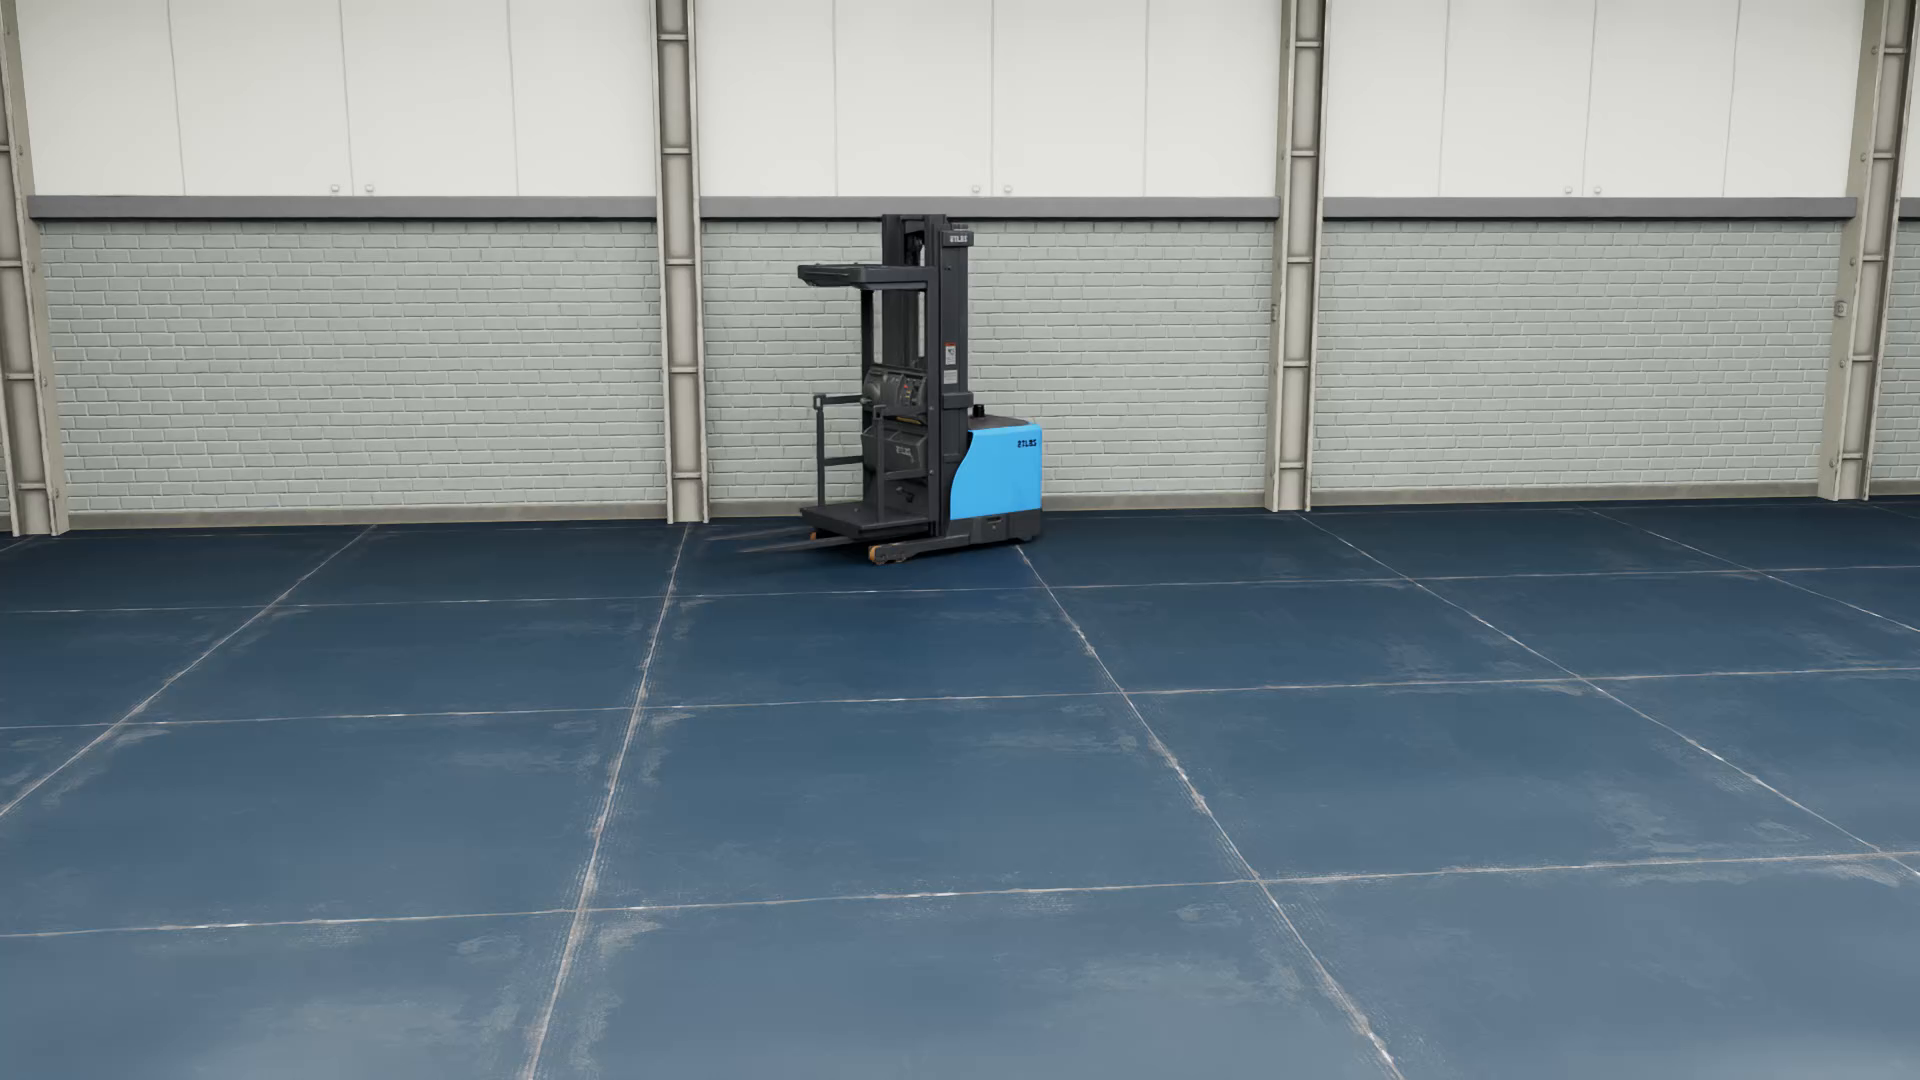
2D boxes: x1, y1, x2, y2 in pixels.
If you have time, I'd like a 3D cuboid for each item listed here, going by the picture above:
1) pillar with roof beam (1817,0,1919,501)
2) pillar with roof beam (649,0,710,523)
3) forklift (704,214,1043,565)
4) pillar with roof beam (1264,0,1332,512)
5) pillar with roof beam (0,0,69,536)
[{"bbox_3d":[9.748,-4.033,12.439,0.400,9.000,9.100,-1,11,-6],"label":"pillar with roof beam"},{"bbox_3d":[-2.182,-3.783,11.167,0.400,9.000,9.100,-1,11,-6],"label":"pillar with roof beam"},{"bbox_3d":[-0.744,-1.342,14.476,3.031,2.935,1.130,-8,14,-34],"label":"forklift"},{"bbox_3d":[3.783,-3.908,11.803,0.400,9.000,9.100,-1,11,-6],"label":"pillar with roof beam"},{"bbox_3d":[-8.147,-3.658,10.531,0.400,9.000,9.100,-1,11,-6],"label":"pillar with roof beam"}]
